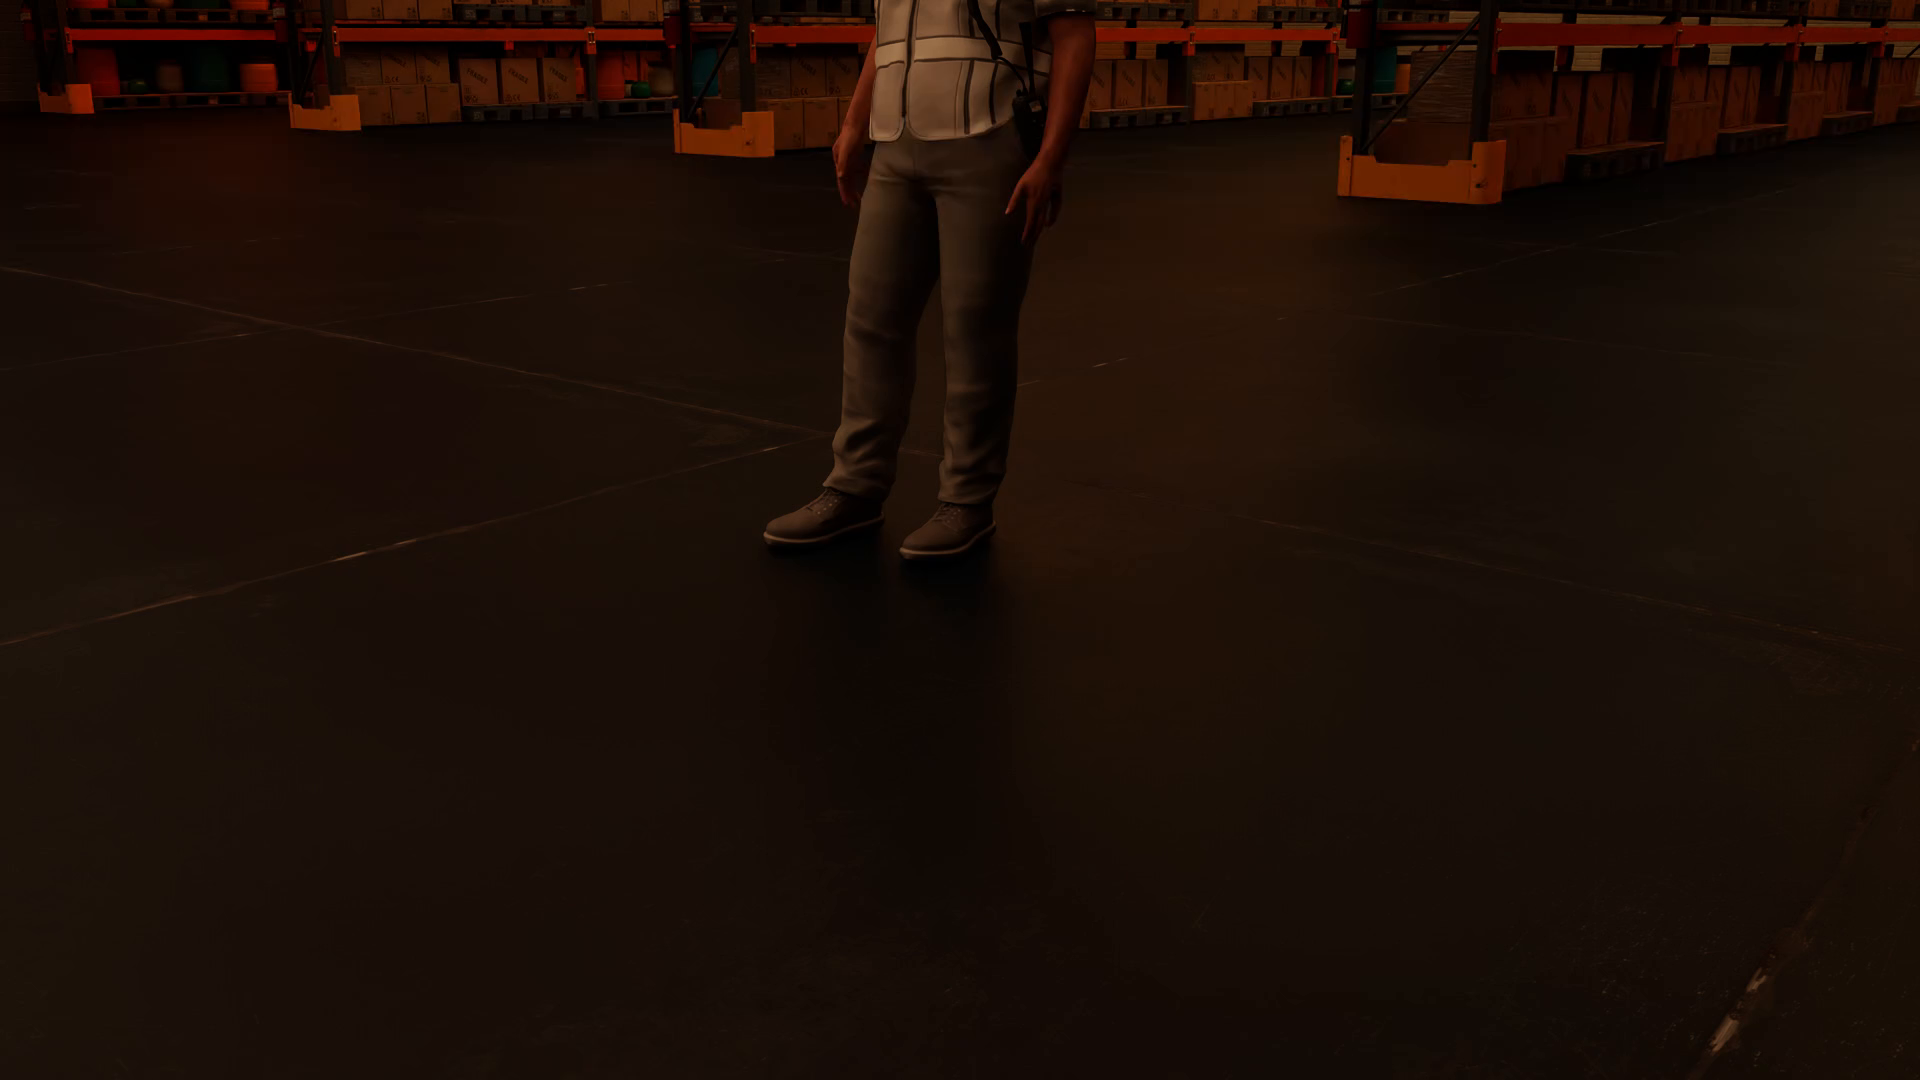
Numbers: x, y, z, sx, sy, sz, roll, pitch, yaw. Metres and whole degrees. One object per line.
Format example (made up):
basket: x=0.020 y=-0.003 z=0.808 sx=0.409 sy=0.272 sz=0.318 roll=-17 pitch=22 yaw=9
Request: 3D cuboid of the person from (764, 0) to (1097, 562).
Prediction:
person: x=-0.059 y=-0.843 z=3.632 sx=0.640 sy=1.778 sz=0.575 roll=13 pitch=21 yaw=37
